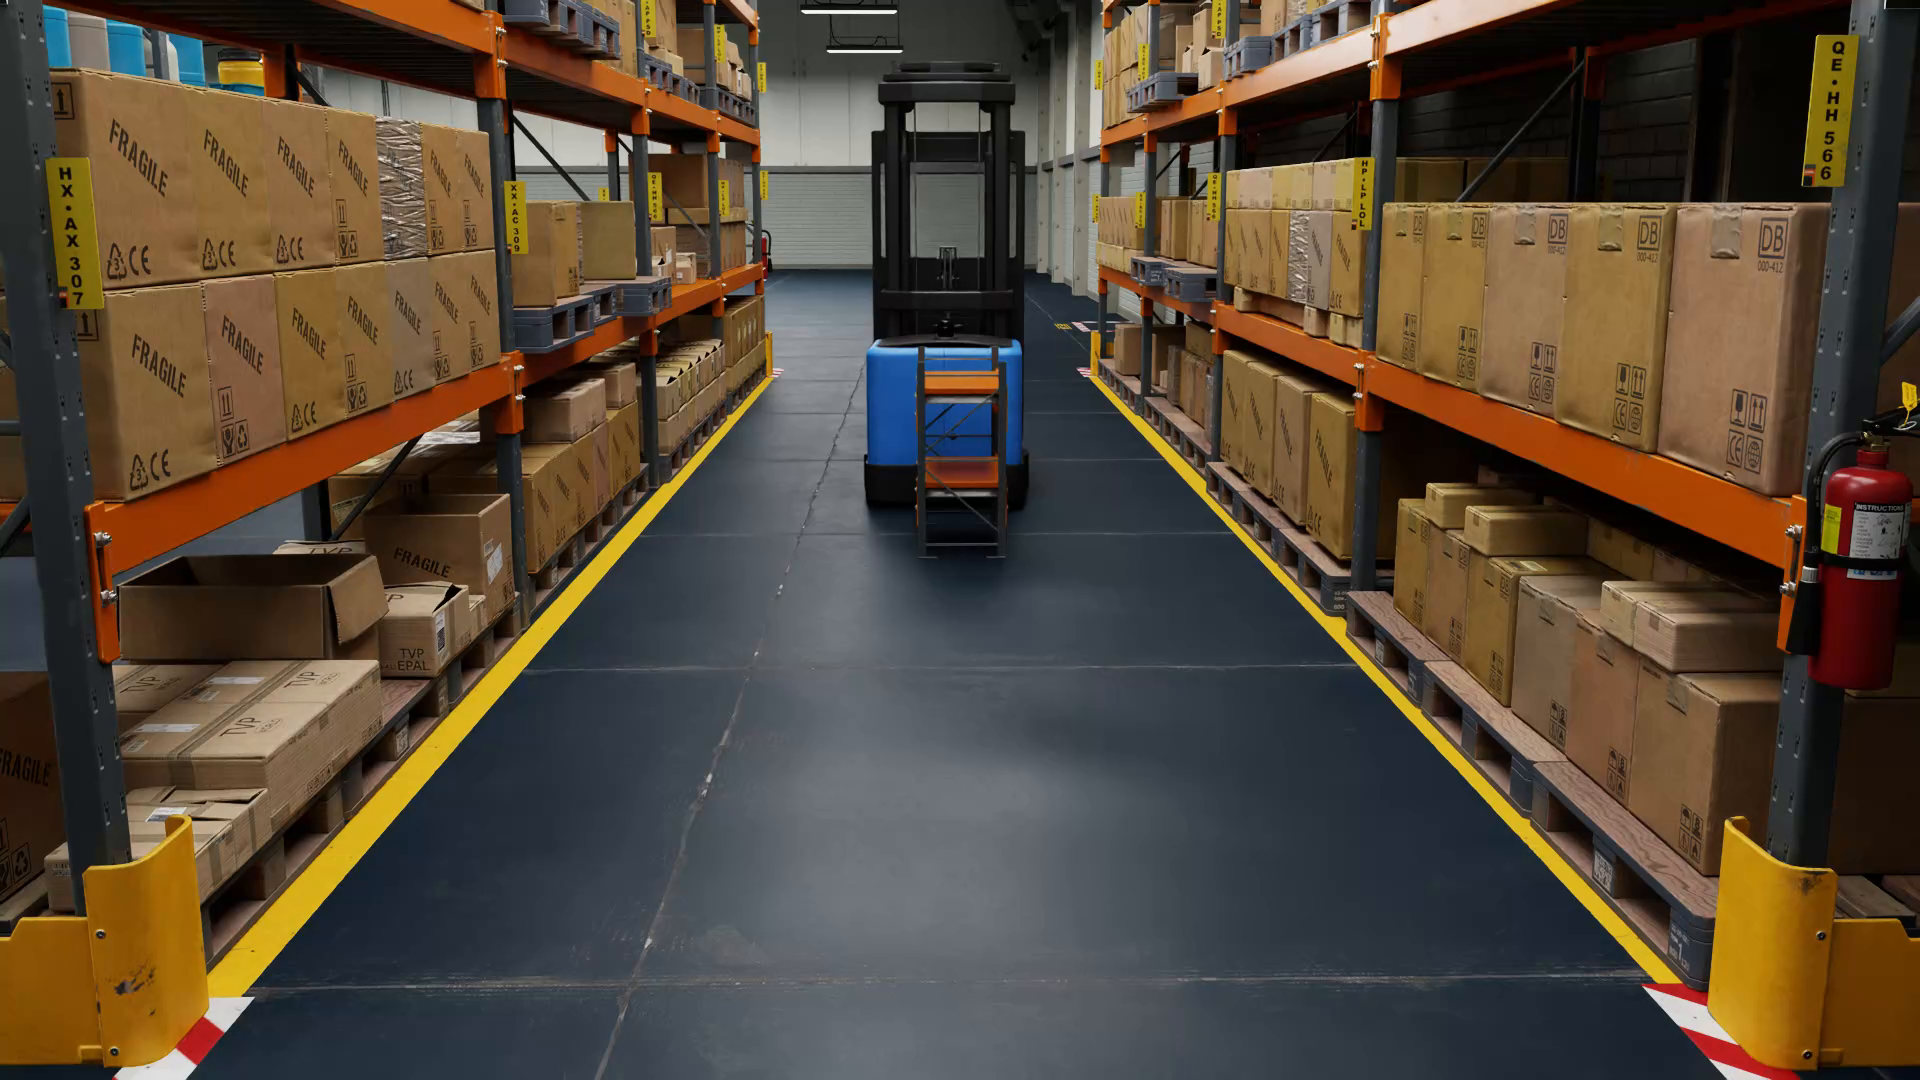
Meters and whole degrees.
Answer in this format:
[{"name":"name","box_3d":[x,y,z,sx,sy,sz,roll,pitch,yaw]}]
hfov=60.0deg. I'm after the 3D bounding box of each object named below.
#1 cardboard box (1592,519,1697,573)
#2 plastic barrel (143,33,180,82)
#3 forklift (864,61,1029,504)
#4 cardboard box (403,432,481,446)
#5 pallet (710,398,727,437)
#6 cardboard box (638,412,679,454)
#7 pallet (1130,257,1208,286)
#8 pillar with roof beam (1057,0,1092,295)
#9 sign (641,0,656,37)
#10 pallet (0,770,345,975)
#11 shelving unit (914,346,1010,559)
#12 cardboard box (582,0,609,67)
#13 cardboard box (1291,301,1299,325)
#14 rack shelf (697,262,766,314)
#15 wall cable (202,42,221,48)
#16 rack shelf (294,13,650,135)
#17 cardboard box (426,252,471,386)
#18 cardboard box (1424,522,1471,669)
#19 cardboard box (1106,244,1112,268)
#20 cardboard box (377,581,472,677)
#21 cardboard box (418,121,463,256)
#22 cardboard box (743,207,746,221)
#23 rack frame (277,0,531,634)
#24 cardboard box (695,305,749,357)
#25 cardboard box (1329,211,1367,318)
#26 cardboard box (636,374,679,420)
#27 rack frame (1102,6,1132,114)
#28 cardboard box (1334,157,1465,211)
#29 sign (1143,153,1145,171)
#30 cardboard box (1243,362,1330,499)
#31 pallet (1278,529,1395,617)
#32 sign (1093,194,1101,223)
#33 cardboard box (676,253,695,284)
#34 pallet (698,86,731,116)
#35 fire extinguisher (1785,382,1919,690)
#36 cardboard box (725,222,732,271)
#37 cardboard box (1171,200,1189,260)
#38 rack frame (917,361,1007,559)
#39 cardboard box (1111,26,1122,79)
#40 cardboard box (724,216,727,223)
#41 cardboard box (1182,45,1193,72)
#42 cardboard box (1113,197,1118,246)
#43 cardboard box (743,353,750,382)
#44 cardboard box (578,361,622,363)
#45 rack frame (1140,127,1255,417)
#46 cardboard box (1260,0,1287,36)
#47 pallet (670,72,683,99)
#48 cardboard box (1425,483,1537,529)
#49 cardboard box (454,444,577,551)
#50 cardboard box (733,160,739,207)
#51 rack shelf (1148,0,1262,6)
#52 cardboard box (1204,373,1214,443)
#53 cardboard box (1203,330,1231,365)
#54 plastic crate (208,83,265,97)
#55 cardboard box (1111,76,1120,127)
[{"name":"cardboard box","box_3d":[2.527,0.021,6.012,0.380,0.149,0.250,0,11,-2]},{"name":"plastic barrel","box_3d":[-7.494,-4.425,15.446,0.421,0.512,0.421,0,11,0]},{"name":"forklift","box_3d":[-0.077,-1.920,12.151,1.130,2.935,3.031,0,11,1]},{"name":"cardboard box","box_3d":[-2.872,-0.323,9.288,0.500,0.500,0.500,0,11,0]},{"name":"pallet","box_3d":[-2.675,-1.115,15.024,1.003,0.211,1.213,0,11,-1]},{"name":"cardboard box","box_3d":[-2.364,-0.796,12.300,0.500,0.250,0.500,0,11,-1]},{"name":"pallet","box_3d":[2.094,-2.403,14.839,1.003,0.211,1.213,0,11,-1]},{"name":"pillar with roof beam","box_3d":[-1.656,-9.809,35.776,9.100,9.000,0.548,0,11,-1]},{"name":"sign","box_3d":[-2.104,-3.558,11.208,0.100,0.325,0.005,0,11,-1]},{"name":"pallet","box_3d":[-2.500,0.951,4.843,1.003,0.211,1.213,0,11,-1]},{"name":"shelving unit","box_3d":[0.000,-0.550,9.941,0.538,1.125,1.048,0,11,-1]},{"name":"cardboard box","box_3d":[-2.583,-3.061,9.805,0.910,0.500,0.500,0,11,-1]},{"name":"cardboard box","box_3d":[2.122,-1.317,9.588,0.380,0.149,0.250,0,11,1]},{"name":"rack shelf","box_3d":[-2.771,-2.673,17.499,1.077,0.370,4.000,0,11,-1]},{"name":"wall cable","box_3d":[-22.033,-15.880,49.369,3.097,2.526,0.112,0,11,-1]},{"name":"rack shelf","box_3d":[-2.605,-2.553,9.363,1.077,0.370,4.000,0,11,-1]},{"name":"cardboard box","box_3d":[-2.285,-0.886,6.630,0.500,0.500,0.500,0,11,0]},{"name":"cardboard box","box_3d":[2.309,0.209,6.713,0.700,0.500,0.500,0,11,-2]},{"name":"cardboard box","box_3d":[1.863,-3.078,18.012,0.500,0.250,0.500,0,11,-2]},{"name":"cardboard box","box_3d":[-2.253,0.326,6.566,0.500,0.311,0.500,0,11,-1]},{"name":"cardboard box","box_3d":[-2.281,-1.375,6.528,0.500,0.500,0.500,0,11,-2]},{"name":"cardboard box","box_3d":[-2.607,-3.663,18.686,0.380,0.149,0.250,0,11,0]},{"name":"rack frame","box_3d":[-2.564,-1.038,7.630,1.000,3.000,0.127,0,11,-1]},{"name":"cardboard box","box_3d":[-2.447,-2.146,17.066,0.500,0.500,0.500,0,11,-1]},{"name":"cardboard box","box_3d":[2.127,-1.354,8.139,0.500,0.500,0.500,0,11,-2]},{"name":"cardboard box","box_3d":[-2.364,-1.071,12.244,0.500,0.311,0.500,0,11,1]},{"name":"rack frame","box_3d":[2.141,-6.384,18.895,1.000,3.000,0.127,0,11,-1]},{"name":"cardboard box","box_3d":[2.123,-1.723,8.070,0.500,0.250,0.500,0,11,0]},{"name":"sign","box_3d":[2.982,-6.131,26.904,0.001,0.298,0.199,0,11,-1]},{"name":"cardboard box","box_3d":[2.202,-0.685,10.243,0.750,0.750,0.750,0,11,-1]},{"name":"pallet","box_3d":[2.297,0.155,8.765,1.003,0.211,1.213,0,11,-1]},{"name":"sign","box_3d":[1.598,-3.866,19.394,0.100,0.325,0.005,0,11,-1]},{"name":"cardboard box","box_3d":[-2.528,-2.388,14.624,0.396,0.266,0.258,-1,11,-3]},{"name":"pallet","box_3d":[-2.773,-4.224,16.014,1.003,0.211,1.213,0,11,-1]},{"name":"fire extinguisher","box_3d":[2.013,-0.011,3.702,0.296,0.674,0.183,0,11,-1]},{"name":"cardboard box","box_3d":[-2.780,-3.071,17.403,0.700,0.500,0.500,0,11,1]},{"name":"cardboard box","box_3d":[2.204,-2.701,14.471,0.700,0.500,0.500,1,12,5]},{"name":"rack frame","box_3d":[0.011,-0.449,9.443,0.500,1.125,0.032,0,11,-1]},{"name":"cardboard box","box_3d":[1.887,-5.184,17.705,0.500,0.500,0.500,0,11,0]},{"name":"cardboard box","box_3d":[-2.572,-3.305,16.924,0.380,0.149,0.250,-1,11,-3]},{"name":"cardboard box","box_3d":[2.167,-4.050,14.100,0.500,0.311,0.500,0,11,1]},{"name":"cardboard box","box_3d":[1.877,-3.348,17.460,0.500,0.500,0.500,0,11,1]},{"name":"cardboard box","box_3d":[-2.446,-1.778,17.140,0.500,0.250,0.500,0,11,-1]},{"name":"cardboard box","box_3d":[-2.929,-1.273,13.237,0.500,0.311,0.500,0,11,-2]},{"name":"rack frame","box_3d":[2.223,-2.649,15.572,1.000,3.000,0.127,0,11,-1]},{"name":"cardboard box","box_3d":[2.373,-3.494,10.836,0.700,0.500,0.500,-1,12,-6]},{"name":"pallet","box_3d":[-2.776,-3.567,13.028,1.003,0.211,1.213,0,11,1]},{"name":"cardboard box","box_3d":[2.126,-0.140,6.802,0.380,0.149,0.250,0,11,1]},{"name":"cardboard box","box_3d":[-2.353,-0.231,8.836,0.500,0.500,0.500,0,11,0]},{"name":"cardboard box","box_3d":[-2.798,-3.900,18.224,0.700,0.500,0.500,-1,11,-3]},{"name":"rack shelf","box_3d":[2.265,-4.643,13.127,1.077,0.370,4.000,0,11,-1]},{"name":"cardboard box","box_3d":[2.239,-0.987,12.562,0.700,0.500,0.500,0,11,0]},{"name":"cardboard box","box_3d":[2.274,-1.571,13.551,0.500,0.250,0.500,0,11,-1]},{"name":"plastic crate","box_3d":[-7.424,-4.488,17.132,0.392,0.384,0.575,0,11,-1]},{"name":"cardboard box","box_3d":[1.888,-4.695,17.813,0.500,0.500,0.500,0,11,1]}]
